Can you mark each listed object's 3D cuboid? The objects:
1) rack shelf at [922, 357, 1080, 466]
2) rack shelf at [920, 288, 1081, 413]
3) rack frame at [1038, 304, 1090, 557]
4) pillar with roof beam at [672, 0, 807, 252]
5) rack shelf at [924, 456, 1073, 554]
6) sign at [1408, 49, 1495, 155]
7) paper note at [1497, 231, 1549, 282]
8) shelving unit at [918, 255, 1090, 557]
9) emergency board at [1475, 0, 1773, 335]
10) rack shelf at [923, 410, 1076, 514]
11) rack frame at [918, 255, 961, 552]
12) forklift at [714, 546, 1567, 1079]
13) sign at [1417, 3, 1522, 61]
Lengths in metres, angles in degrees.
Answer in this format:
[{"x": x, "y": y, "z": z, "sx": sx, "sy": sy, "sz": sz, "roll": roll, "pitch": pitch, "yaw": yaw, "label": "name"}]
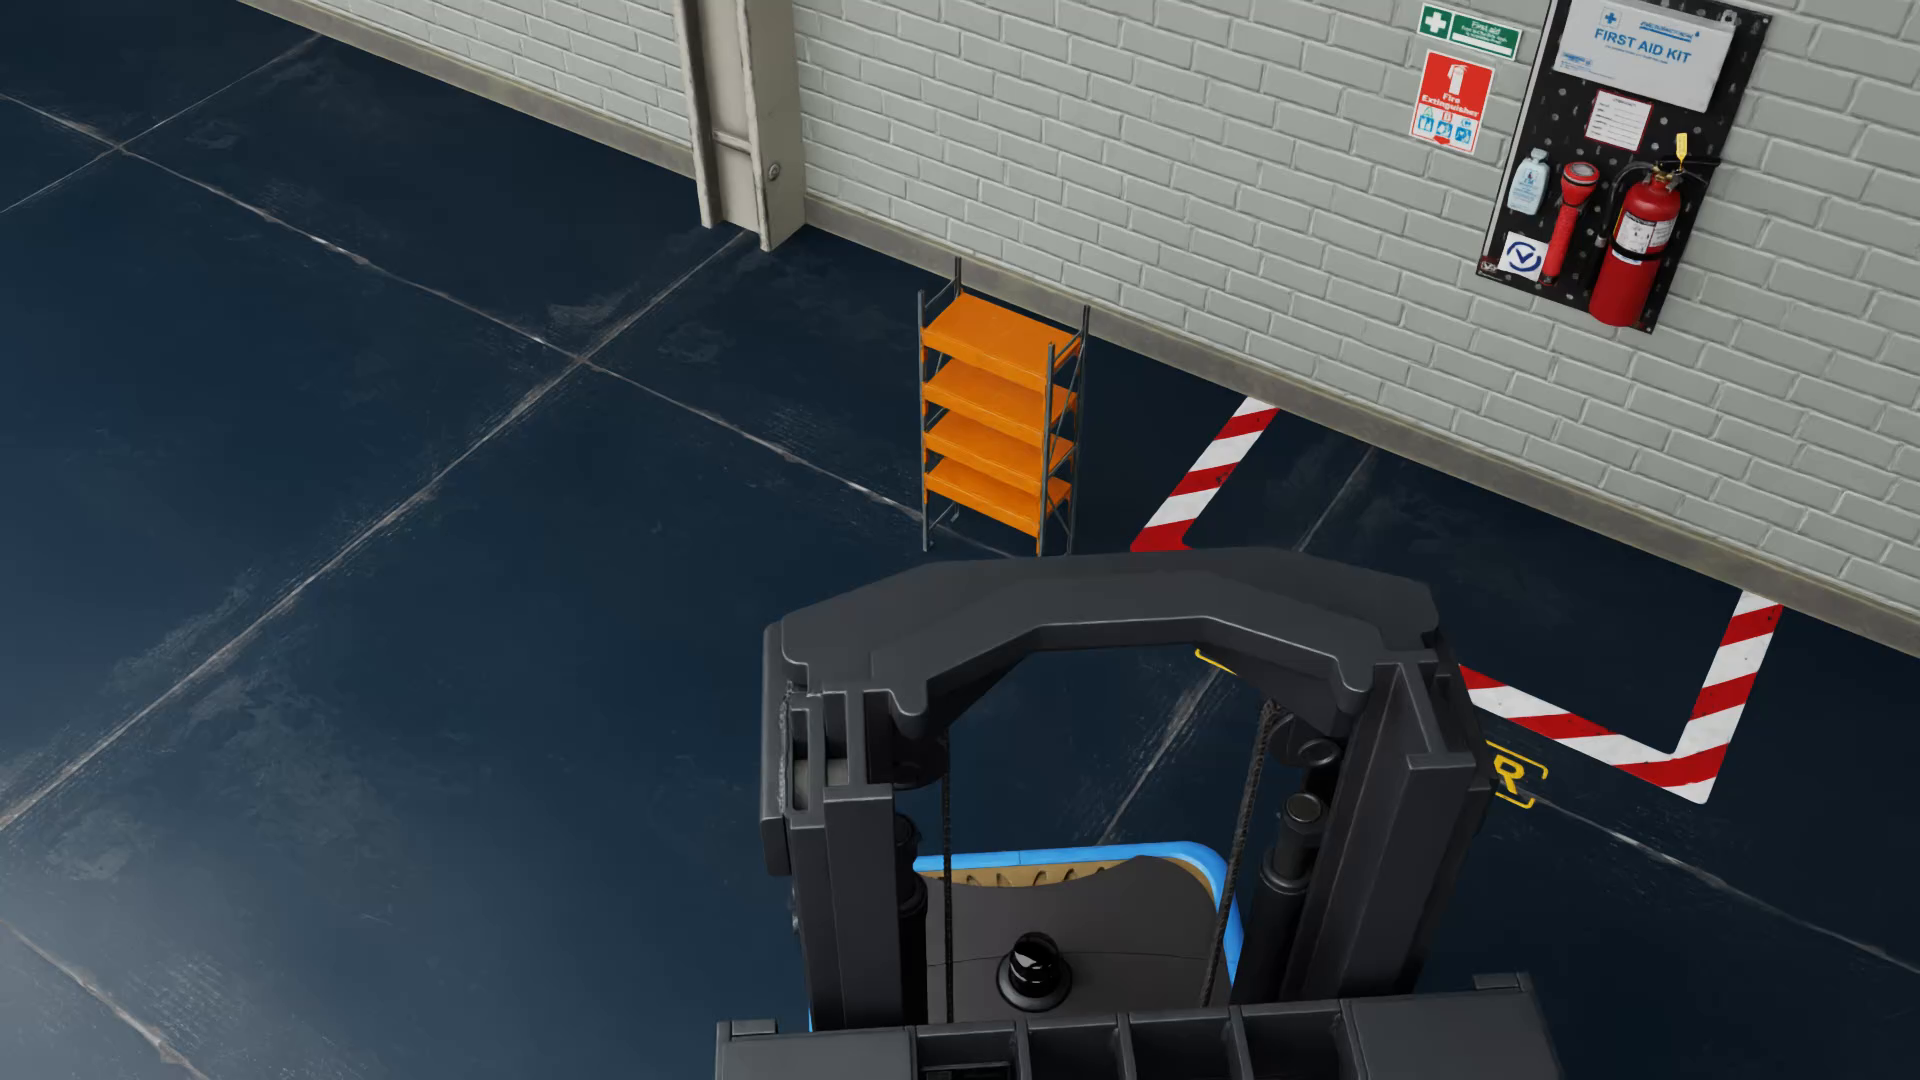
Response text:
[{"x": 0.139, "y": -0.463, "z": 5.645, "sx": 0.480, "sy": 0.148, "sz": 0.258, "roll": 25, "pitch": 51, "yaw": 22, "label": "rack shelf"}, {"x": 0.139, "y": -0.628, "z": 5.476, "sx": 0.480, "sy": 0.148, "sz": 0.258, "roll": 25, "pitch": 51, "yaw": 22, "label": "rack shelf"}, {"x": 0.345, "y": -0.260, "z": 5.666, "sx": 0.015, "sy": 1.200, "sz": 0.240, "roll": 25, "pitch": 51, "yaw": 22, "label": "rack frame"}, {"x": -3.267, "y": -2.006, "z": 1.924, "sx": 0.400, "sy": 9.000, "sz": 9.100, "roll": 25, "pitch": 51, "yaw": 22, "label": "pillar with roof beam"}, {"x": 0.139, "y": -0.169, "z": 5.948, "sx": 0.480, "sy": 0.148, "sz": 0.258, "roll": 25, "pitch": 51, "yaw": 22, "label": "rack shelf"}, {"x": 1.638, "y": -1.460, "z": 5.552, "sx": 0.234, "sy": 0.329, "sz": 0.001, "roll": 25, "pitch": 51, "yaw": 22, "label": "sign"}, {"x": 1.936, "y": -0.974, "z": 5.719, "sx": 0.142, "sy": 0.148, "sz": 0.016, "roll": 25, "pitch": 51, "yaw": 22, "label": "paper note"}, {"x": 0.139, "y": -0.354, "z": 5.757, "sx": 0.503, "sy": 1.200, "sz": 0.258, "roll": 25, "pitch": 51, "yaw": 22, "label": "shelving unit"}, {"x": 2.048, "y": -1.171, "z": 5.296, "sx": 0.643, "sy": 1.169, "sz": 0.194, "roll": 25, "pitch": 51, "yaw": 22, "label": "emergency board"}, {"x": 0.139, "y": -0.307, "z": 5.806, "sx": 0.480, "sy": 0.148, "sz": 0.258, "roll": 25, "pitch": 51, "yaw": 22, "label": "rack shelf"}, {"x": -0.066, "y": -0.449, "z": 5.849, "sx": 0.015, "sy": 1.200, "sz": 0.240, "roll": 25, "pitch": 51, "yaw": 22, "label": "rack frame"}, {"x": 0.243, "y": 1.536, "z": 2.714, "sx": 1.130, "sy": 2.935, "sz": 3.031, "roll": -3, "pitch": 46, "yaw": -3, "label": "forklift"}, {"x": 1.637, "y": -1.637, "z": 5.355, "sx": 0.331, "sy": 0.109, "sz": 0.001, "roll": 25, "pitch": 51, "yaw": 22, "label": "sign"}]
